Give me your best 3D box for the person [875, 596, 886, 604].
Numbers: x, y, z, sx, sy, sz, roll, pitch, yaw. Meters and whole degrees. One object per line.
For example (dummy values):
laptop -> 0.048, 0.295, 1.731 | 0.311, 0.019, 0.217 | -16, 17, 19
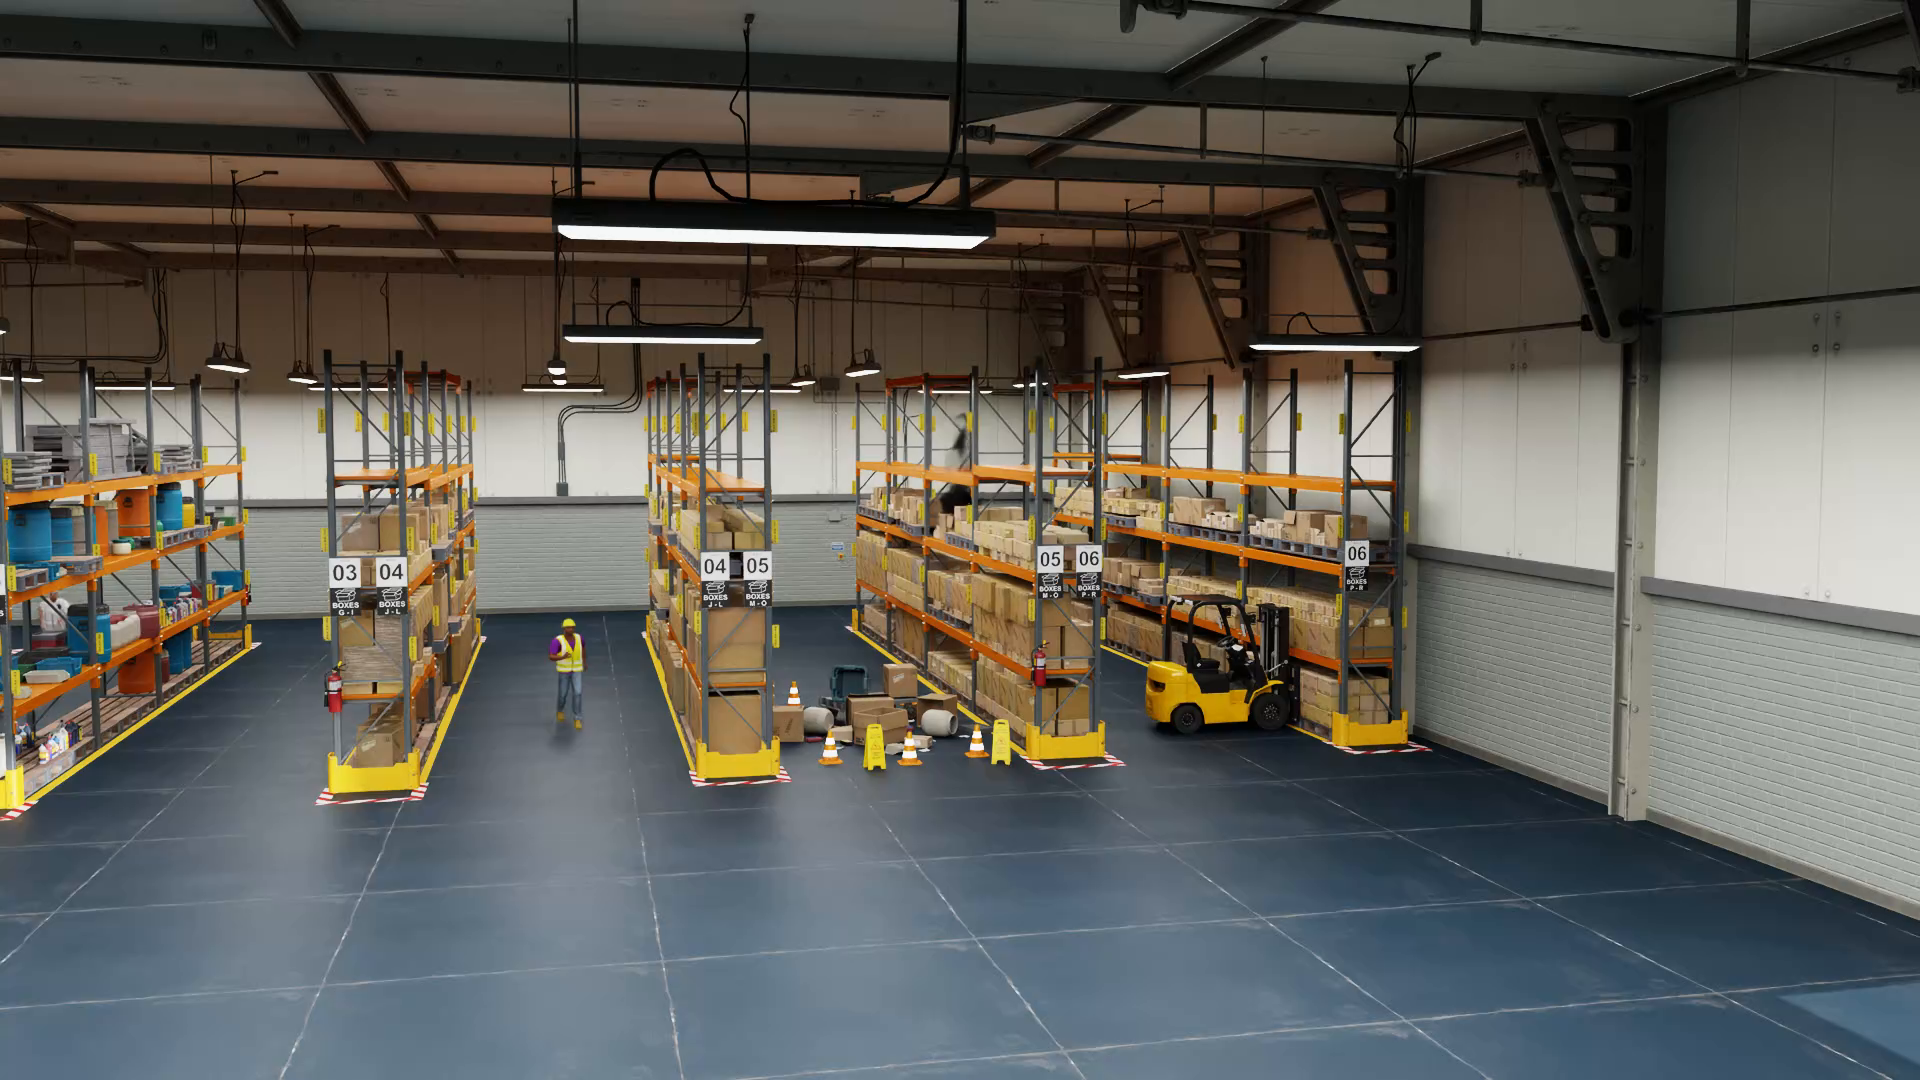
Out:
person -> -1.844, 1.281, 41.678 | 0.560, 1.668, 0.730 | 0, 4, 3

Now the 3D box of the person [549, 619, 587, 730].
person -> -6.461, 2.182, 27.447 | 0.688, 1.780, 0.950 | -2, 5, -28

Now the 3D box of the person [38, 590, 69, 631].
person -> -18.231, 1.824, 33.500 | 0.590, 1.835, 0.875 | -2, 4, -25
